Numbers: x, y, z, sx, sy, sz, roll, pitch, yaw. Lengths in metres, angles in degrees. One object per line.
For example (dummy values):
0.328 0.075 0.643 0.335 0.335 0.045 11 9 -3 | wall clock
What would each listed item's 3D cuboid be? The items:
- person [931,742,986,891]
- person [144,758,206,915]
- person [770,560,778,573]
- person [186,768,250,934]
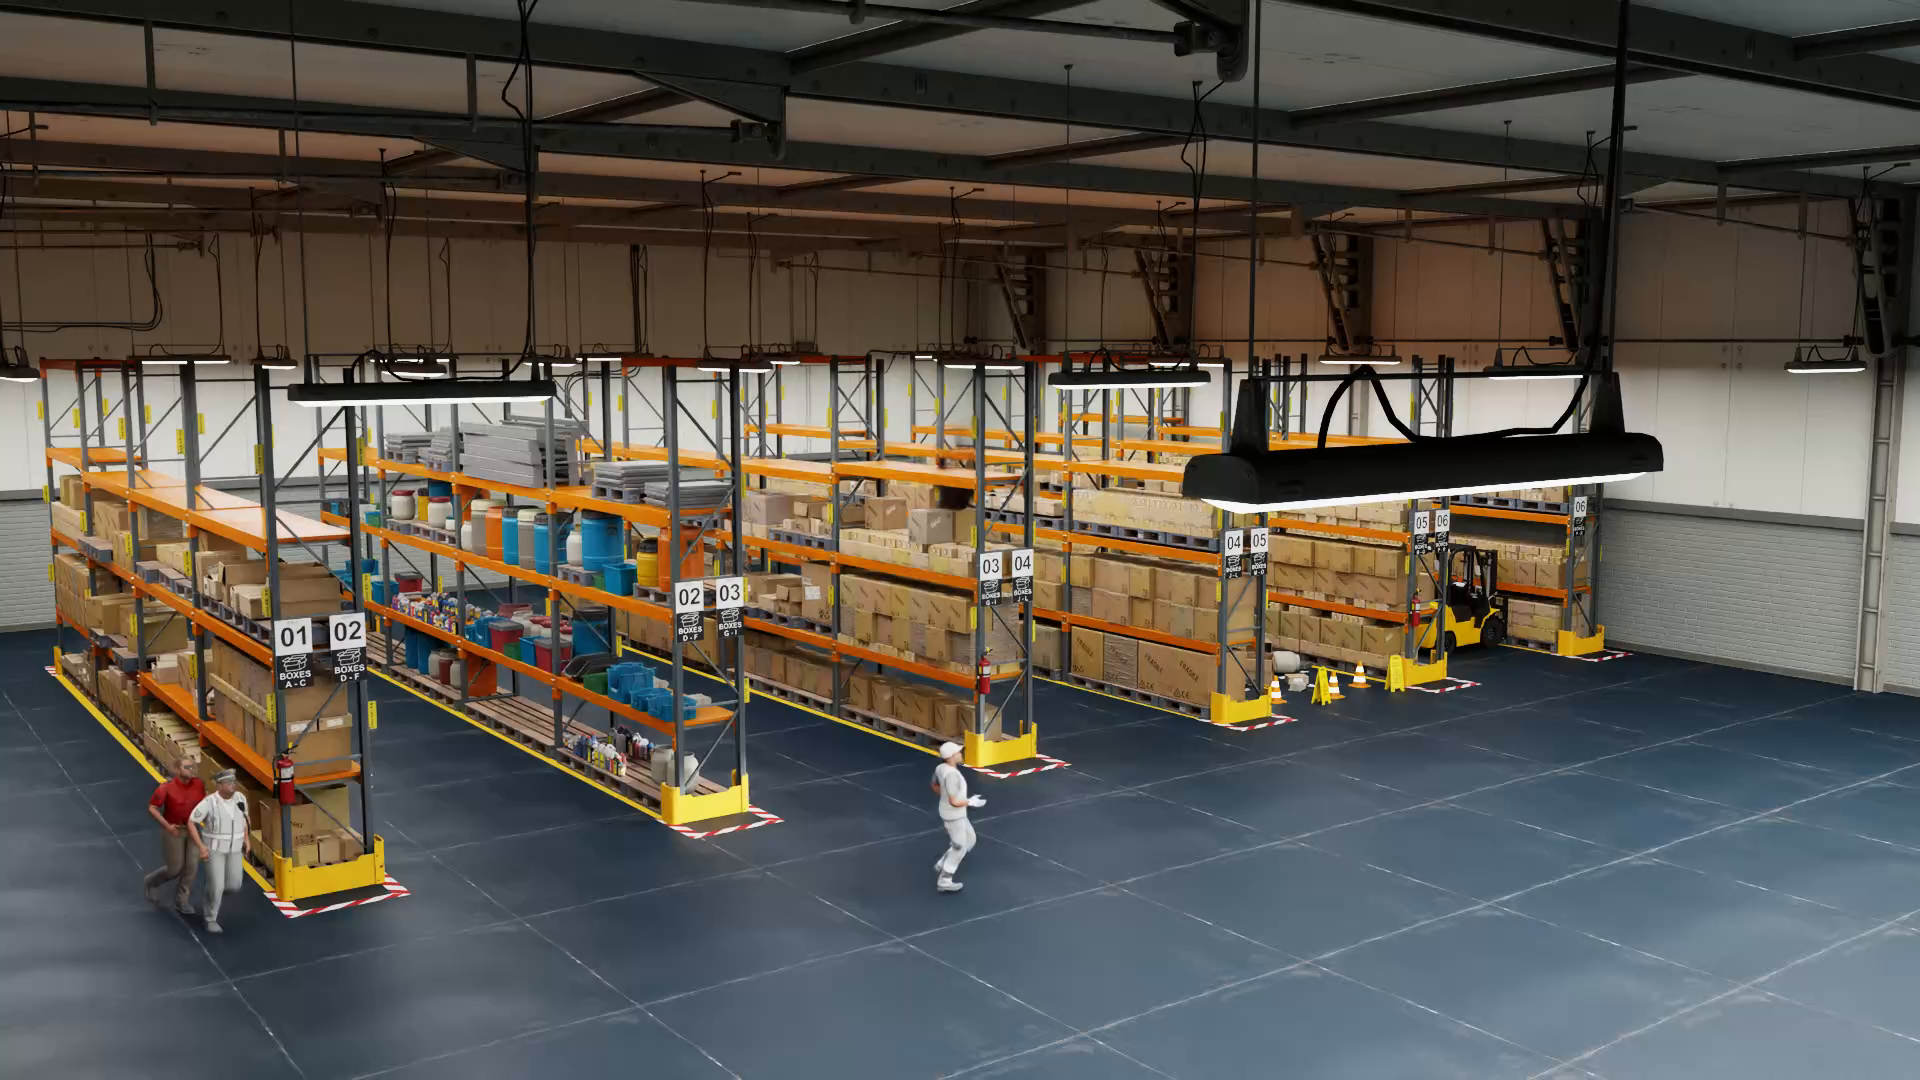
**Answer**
-0.011 3.164 19.115 0.578 1.741 0.644 -1 7 -8 | person
-8.719 3.274 18.631 0.693 1.696 0.693 4 8 31 | person
-4.766 0.454 41.955 0.594 1.695 0.740 1 7 8 | person
-8.033 3.336 18.076 0.585 1.738 0.705 5 9 38 | person
